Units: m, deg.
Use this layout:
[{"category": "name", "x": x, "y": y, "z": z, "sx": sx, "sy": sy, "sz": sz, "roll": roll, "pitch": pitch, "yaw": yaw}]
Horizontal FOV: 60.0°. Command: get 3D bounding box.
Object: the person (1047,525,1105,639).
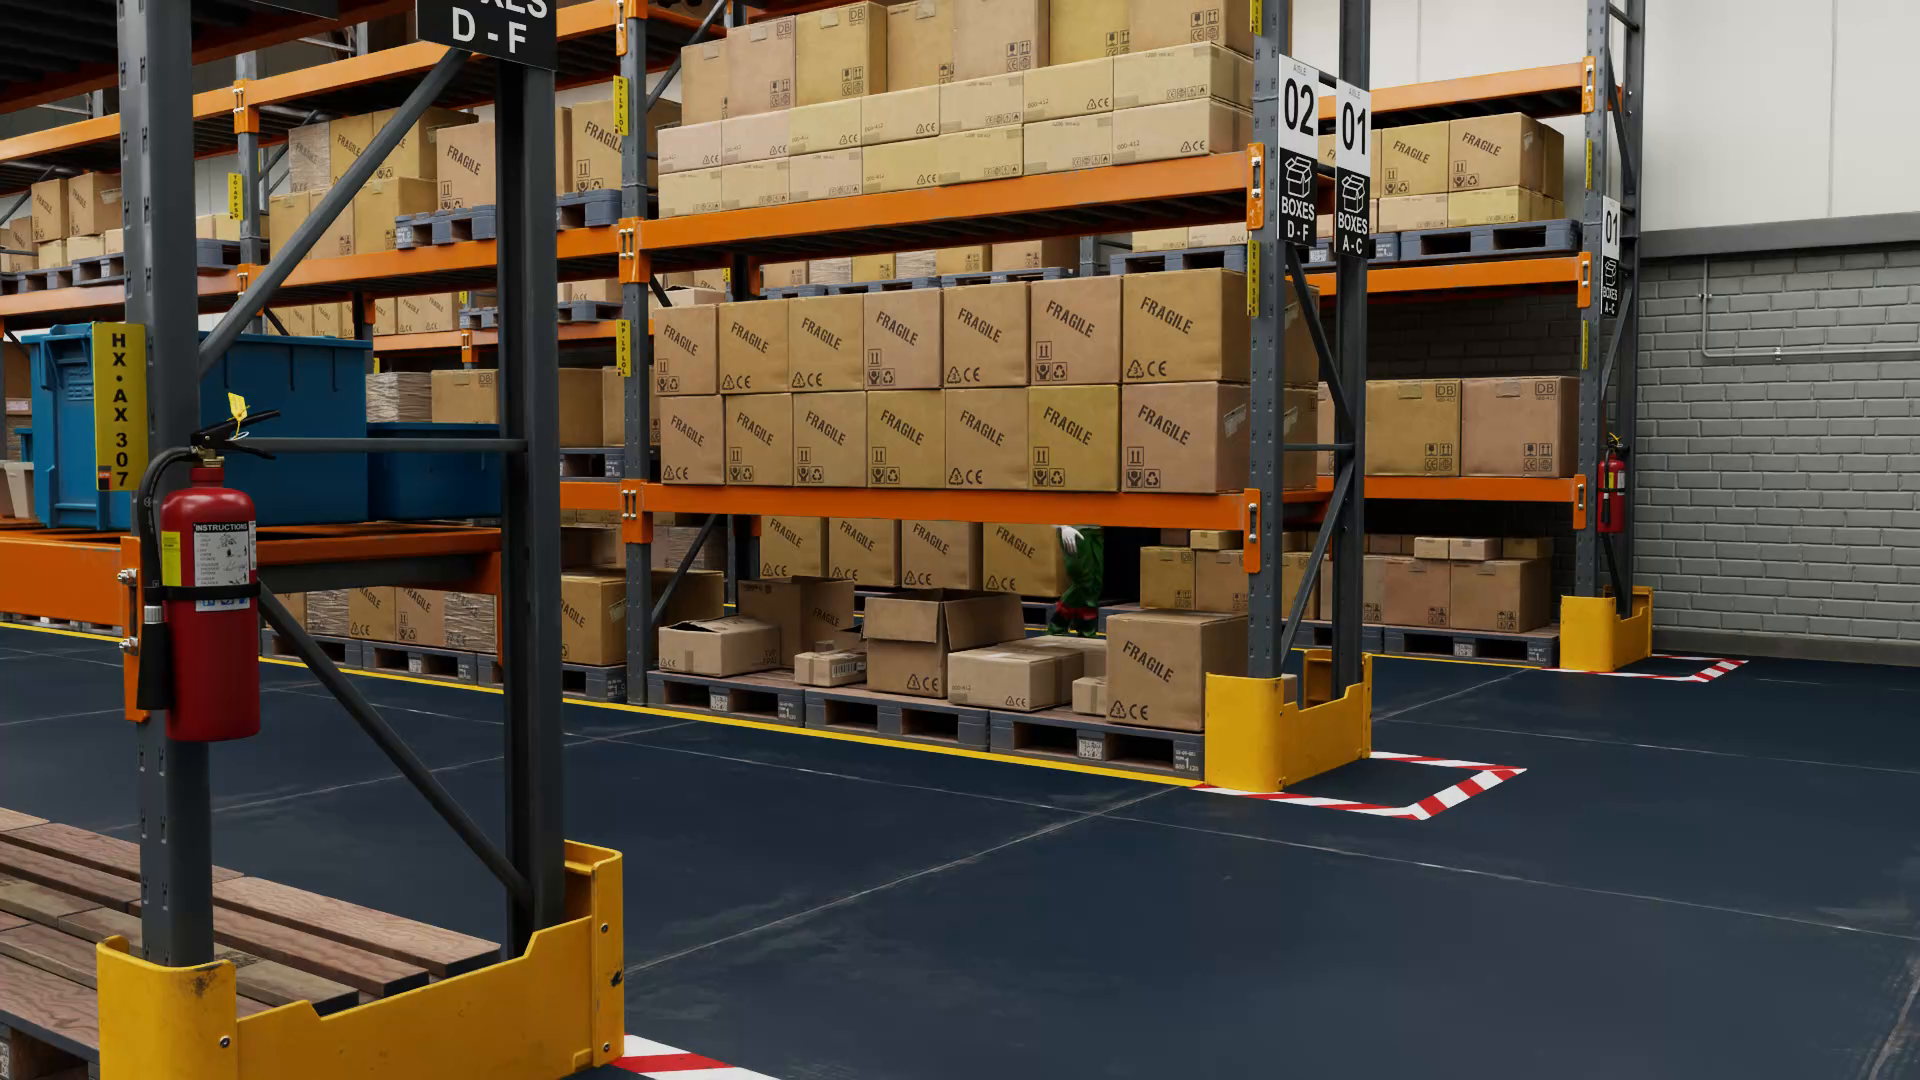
[{"category": "person", "x": 0.856, "y": -0.057, "z": 11.875, "sx": 0.468, "sy": 1.791, "sz": 0.579, "roll": 2, "pitch": 4, "yaw": 32}]
